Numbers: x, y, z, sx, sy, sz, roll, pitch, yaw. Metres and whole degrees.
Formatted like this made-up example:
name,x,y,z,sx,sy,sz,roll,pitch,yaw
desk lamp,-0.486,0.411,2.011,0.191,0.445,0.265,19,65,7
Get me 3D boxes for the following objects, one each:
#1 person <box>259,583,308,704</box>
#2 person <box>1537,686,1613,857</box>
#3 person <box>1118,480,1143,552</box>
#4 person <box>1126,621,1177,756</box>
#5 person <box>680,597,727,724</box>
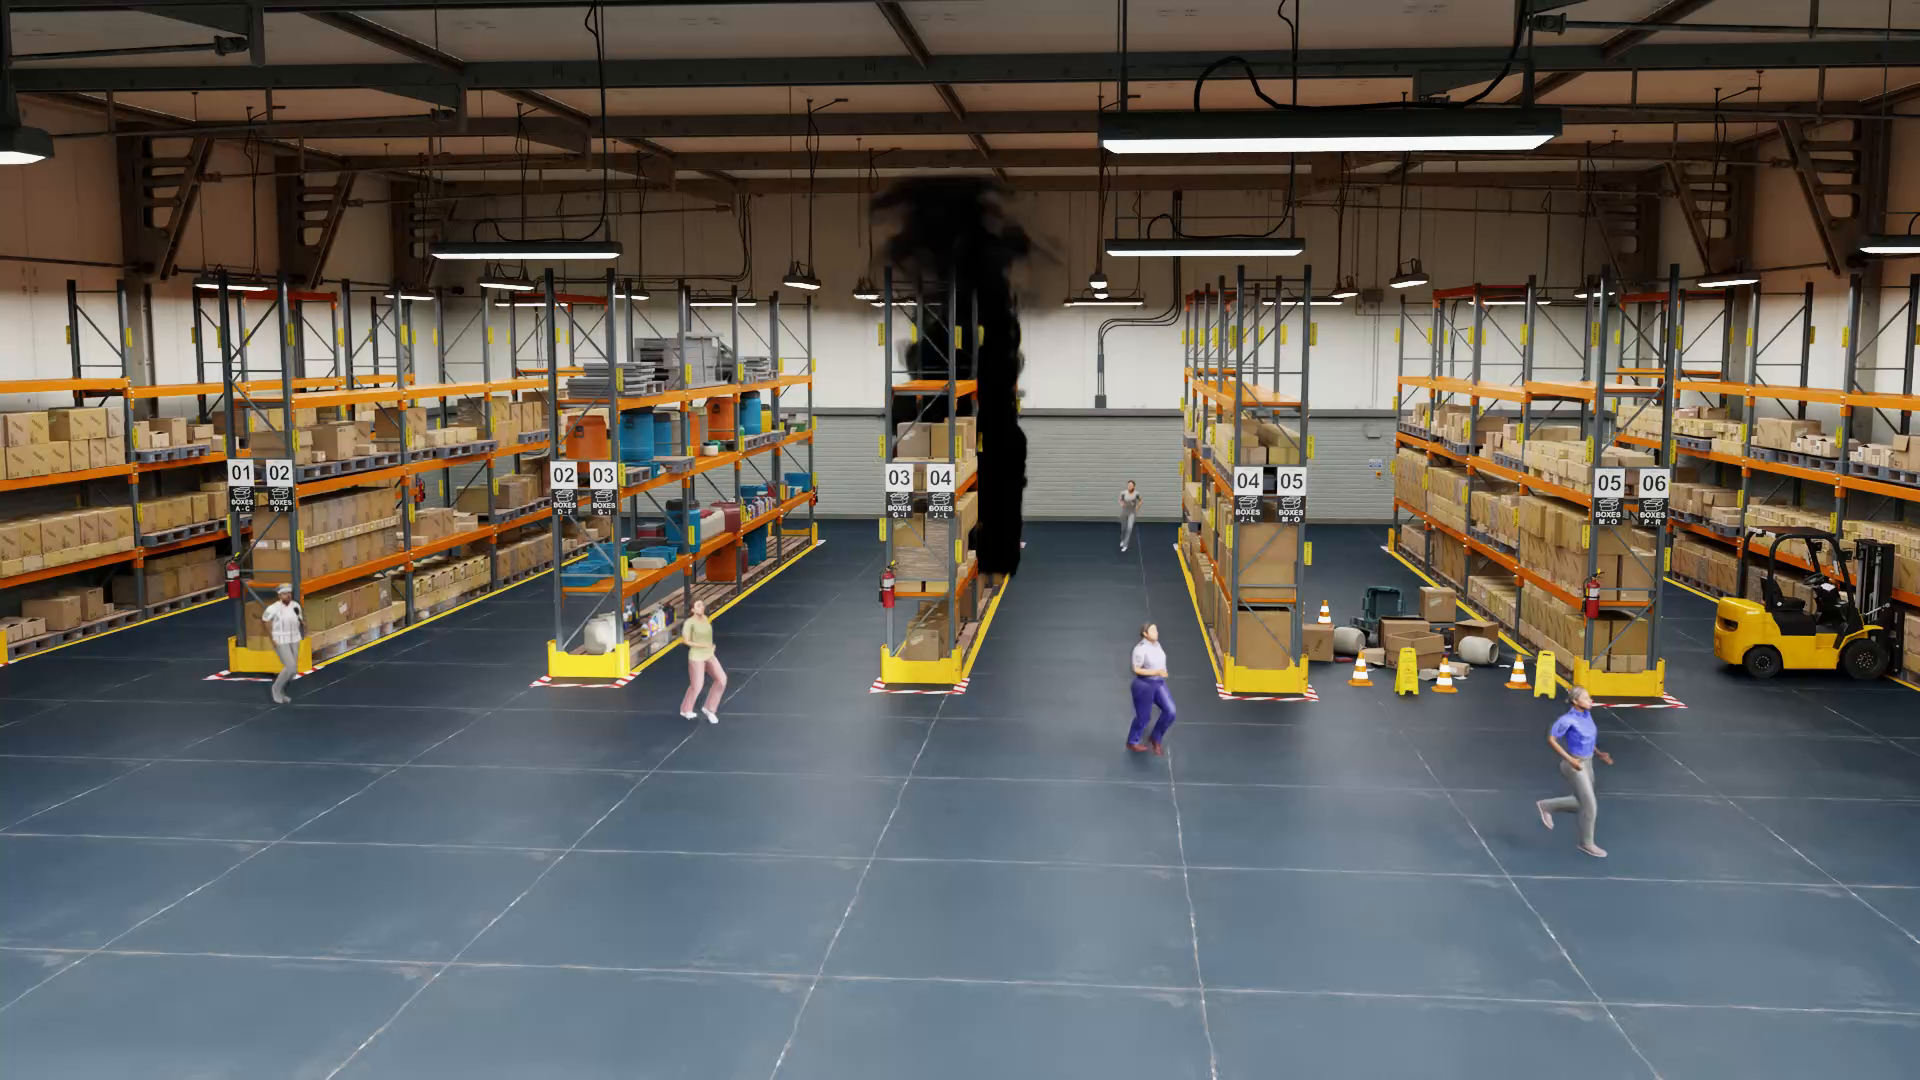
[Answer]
name,x,y,z,sx,sy,sz,roll,pitch,yaw
person,-9.189,1.412,22.766,0.616,1.675,0.555,5,8,34
person,6.003,2.239,16.308,0.577,1.643,0.760,-7,10,-44
person,4.028,-0.594,39.387,0.591,1.668,0.857,1,7,6
person,2.288,1.793,19.905,0.580,1.662,0.685,-6,9,-42
person,-3.383,1.569,21.694,0.692,1.675,0.581,6,9,38
